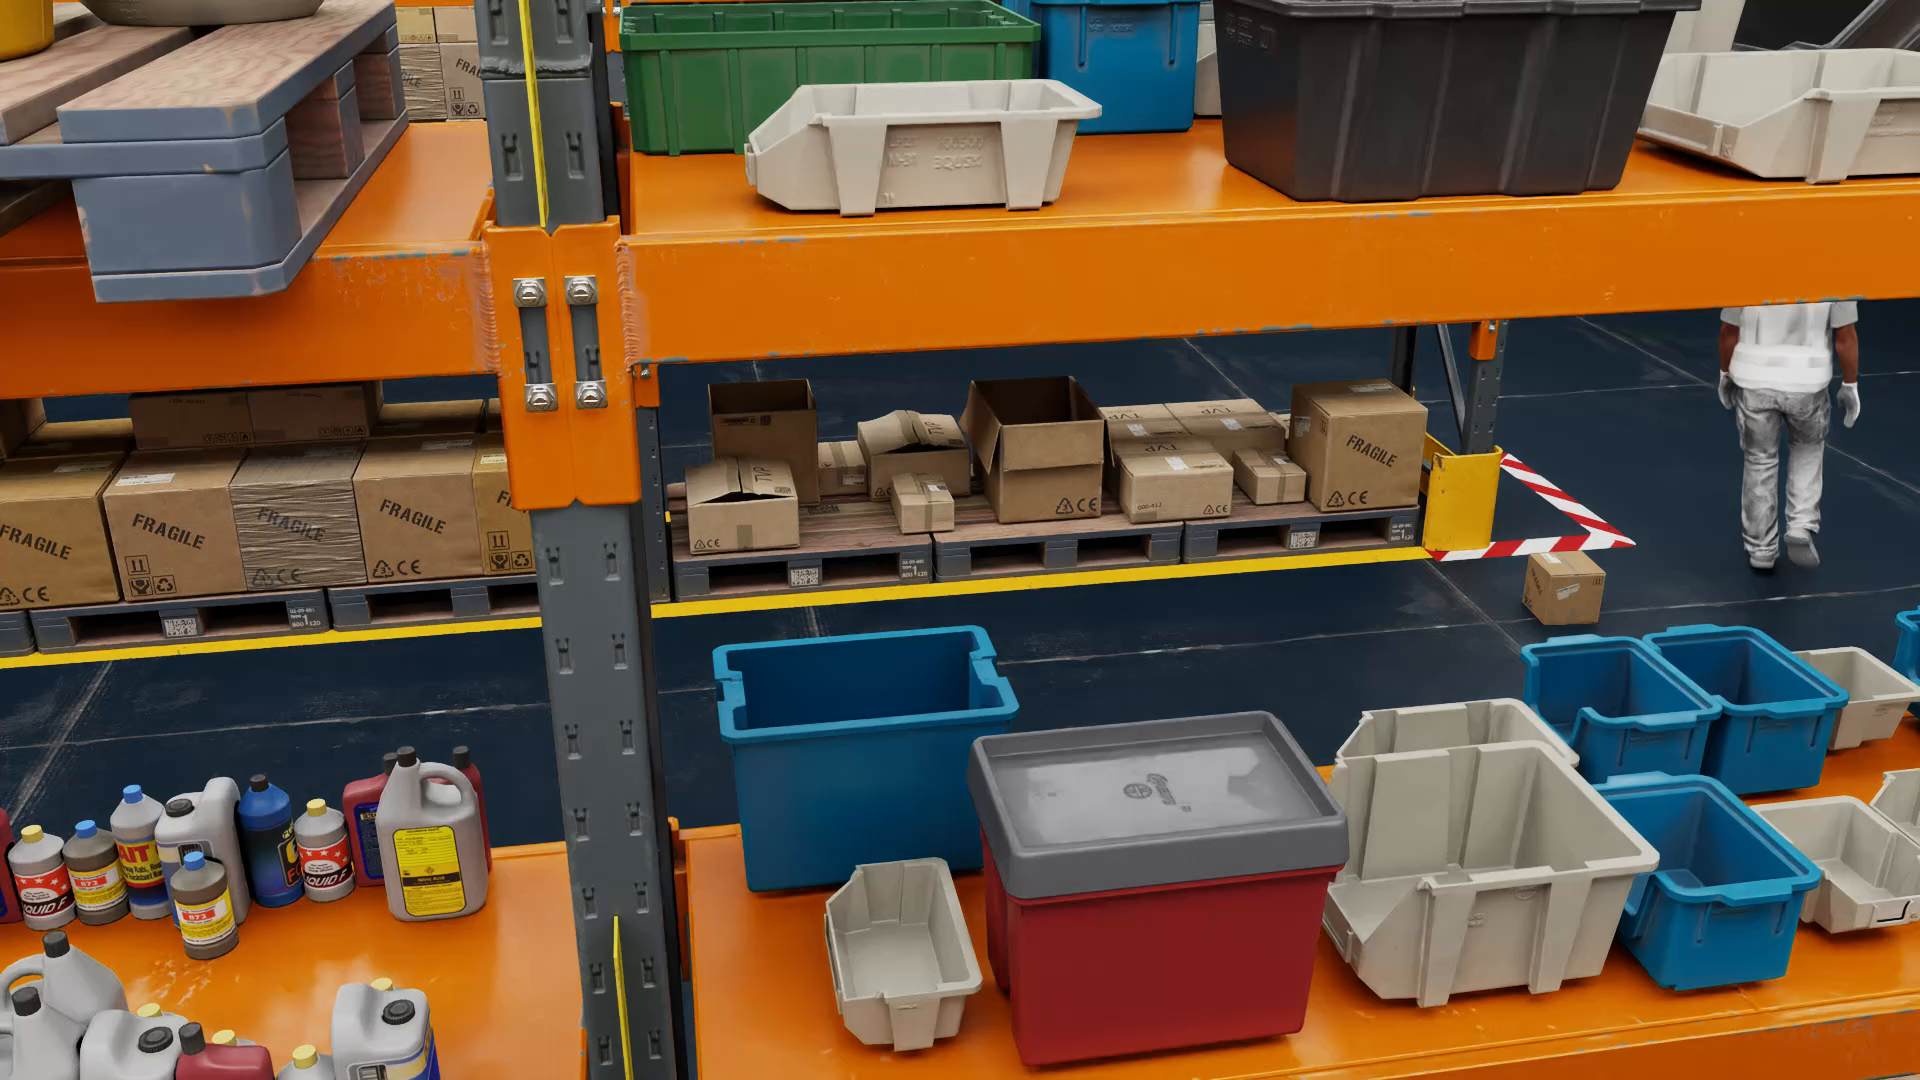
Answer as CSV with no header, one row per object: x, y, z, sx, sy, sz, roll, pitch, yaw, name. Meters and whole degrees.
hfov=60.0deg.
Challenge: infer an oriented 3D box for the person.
3.843,-0.733,7.752,0.644,1.782,0.449,11,25,23,person
